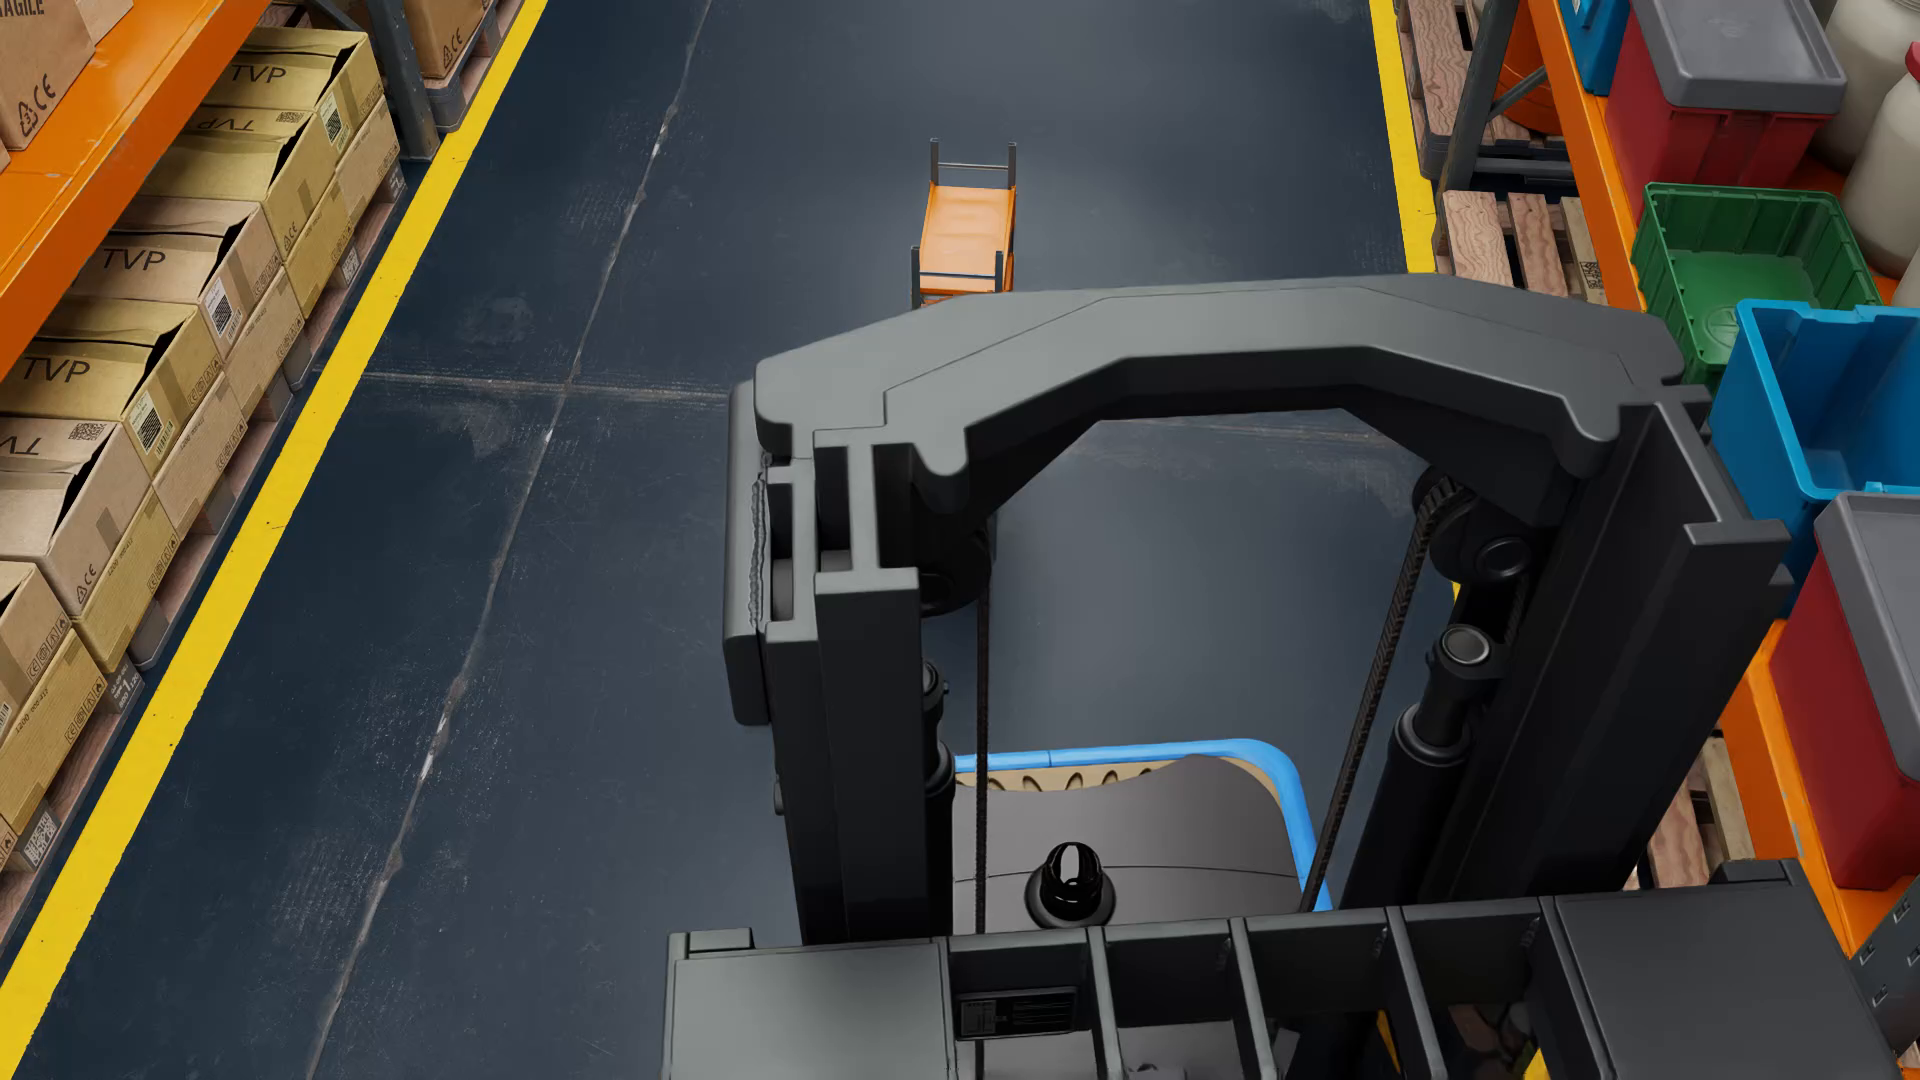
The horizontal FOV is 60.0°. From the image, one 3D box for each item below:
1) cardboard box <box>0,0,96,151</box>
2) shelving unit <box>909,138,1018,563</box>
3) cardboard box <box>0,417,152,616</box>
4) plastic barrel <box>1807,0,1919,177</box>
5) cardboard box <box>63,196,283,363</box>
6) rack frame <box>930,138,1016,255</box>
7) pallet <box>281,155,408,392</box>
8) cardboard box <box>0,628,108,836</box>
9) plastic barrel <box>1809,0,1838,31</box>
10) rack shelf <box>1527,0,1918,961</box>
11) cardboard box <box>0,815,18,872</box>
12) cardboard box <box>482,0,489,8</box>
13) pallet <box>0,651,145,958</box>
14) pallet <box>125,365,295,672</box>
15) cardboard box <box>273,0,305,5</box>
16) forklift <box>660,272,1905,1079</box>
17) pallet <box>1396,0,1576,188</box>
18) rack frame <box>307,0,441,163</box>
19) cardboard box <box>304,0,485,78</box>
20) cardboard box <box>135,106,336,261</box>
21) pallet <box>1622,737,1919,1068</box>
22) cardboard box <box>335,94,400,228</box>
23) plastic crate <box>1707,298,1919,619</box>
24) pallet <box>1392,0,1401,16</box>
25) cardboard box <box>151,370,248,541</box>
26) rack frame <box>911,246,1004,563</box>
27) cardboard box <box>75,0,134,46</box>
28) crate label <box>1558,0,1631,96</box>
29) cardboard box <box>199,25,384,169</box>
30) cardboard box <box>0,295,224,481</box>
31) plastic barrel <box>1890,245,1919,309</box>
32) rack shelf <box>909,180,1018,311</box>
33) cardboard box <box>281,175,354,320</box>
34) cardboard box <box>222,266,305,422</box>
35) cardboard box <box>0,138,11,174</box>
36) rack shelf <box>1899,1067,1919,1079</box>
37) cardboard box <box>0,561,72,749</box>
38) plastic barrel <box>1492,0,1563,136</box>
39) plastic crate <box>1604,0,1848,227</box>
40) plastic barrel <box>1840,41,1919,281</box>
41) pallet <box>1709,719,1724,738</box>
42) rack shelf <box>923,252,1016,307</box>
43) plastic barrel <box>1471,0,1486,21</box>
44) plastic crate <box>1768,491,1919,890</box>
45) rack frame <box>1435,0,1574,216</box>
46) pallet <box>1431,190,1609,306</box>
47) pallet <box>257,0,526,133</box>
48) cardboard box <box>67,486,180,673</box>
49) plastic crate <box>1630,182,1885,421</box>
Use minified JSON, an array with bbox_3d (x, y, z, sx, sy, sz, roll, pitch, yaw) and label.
[{"bbox_3d":[-2.732,-1.394,4.425,0.500,0.500,0.500,2,48,1],"label":"cardboard box"},{"bbox_3d":[0.015,-0.527,4.919,0.258,1.200,0.503,4,48,4],"label":"shelving unit"},{"bbox_3d":[-2.578,-0.093,4.501,0.500,0.311,0.500,2,48,2],"label":"cardboard box"},{"bbox_3d":[2.417,-1.216,4.254,0.421,0.512,0.421,0,48,0],"label":"plastic barrel"},{"bbox_3d":[-2.488,-0.843,5.187,0.500,0.311,0.500,4,48,3],"label":"cardboard box"},{"bbox_3d":[0.037,-0.706,5.083,0.240,1.200,0.015,4,48,4],"label":"rack frame"},{"bbox_3d":[-2.710,-1.051,6.068,1.003,0.211,1.213,4,48,4],"label":"pallet"},{"bbox_3d":[-2.629,0.476,4.361,0.500,0.250,0.500,5,48,5],"label":"cardboard box"},{"bbox_3d":[2.456,-1.526,4.537,0.421,0.512,0.421,0,48,0],"label":"plastic barrel"},{"bbox_3d":[2.154,-0.546,4.204,1.077,0.370,4.000,4,48,4],"label":"rack shelf"},{"bbox_3d":[-2.677,0.851,4.017,0.500,0.250,0.500,3,48,3],"label":"cardboard box"},{"bbox_3d":[-2.228,-2.600,6.991,0.500,0.500,0.500,2,48,2],"label":"cardboard box"},{"bbox_3d":[-2.932,0.742,4.428,1.003,0.211,1.213,4,48,4],"label":"pallet"},{"bbox_3d":[-2.823,-0.157,5.251,1.003,0.211,1.213,4,48,4],"label":"pallet"},{"bbox_3d":[-2.744,-2.602,6.993,0.500,0.500,0.500,6,48,5],"label":"cardboard box"},{"bbox_3d":[0.290,1.253,2.118,1.130,2.935,3.031,-3,48,-3],"label":"forklift"},{"bbox_3d":[2.367,-1.900,6.844,1.003,0.211,1.213,4,48,4],"label":"pallet"},{"bbox_3d":[-2.596,-2.594,5.590,1.000,3.000,0.127,4,48,4],"label":"rack frame"},{"bbox_3d":[-2.270,-2.215,6.639,0.500,0.500,0.500,6,48,5],"label":"cardboard box"},{"bbox_3d":[-2.439,-1.214,5.526,0.500,0.311,0.500,3,48,3],"label":"cardboard box"},{"bbox_3d":[2.005,1.042,4.154,1.003,0.211,1.213,4,48,4],"label":"pallet"},{"bbox_3d":[-2.401,-1.405,6.081,0.500,0.250,0.500,5,48,4],"label":"cardboard box"},{"bbox_3d":[1.763,-0.145,3.361,0.392,0.384,0.575,4,48,4],"label":"plastic crate"},{"bbox_3d":[2.481,-2.794,7.662,1.003,0.211,1.213,4,48,4],"label":"pallet"},{"bbox_3d":[-2.537,-0.279,5.051,0.500,0.250,0.500,5,48,4],"label":"cardboard box"},{"bbox_3d":[-0.007,-0.347,4.755,0.240,1.200,0.015,4,48,4],"label":"rack frame"},{"bbox_3d":[-2.656,-1.569,4.822,0.380,0.149,0.250,7,48,6],"label":"cardboard box"},{"bbox_3d":[1.977,-1.559,4.619,0.502,0.435,0.616,4,48,4],"label":"crate label"},{"bbox_3d":[-2.398,-1.596,5.876,0.500,0.311,0.500,5,48,5],"label":"cardboard box"},{"bbox_3d":[-2.536,-0.475,4.850,0.500,0.311,0.500,5,48,5],"label":"cardboard box"},{"bbox_3d":[2.345,-0.593,3.667,0.433,0.535,0.433,0,48,0],"label":"plastic barrel"},{"bbox_3d":[0.015,-0.792,4.629,0.258,0.148,0.480,4,48,4],"label":"rack shelf"},{"bbox_3d":[-2.444,-1.026,5.735,0.500,0.250,0.500,3,48,3],"label":"cardboard box"},{"bbox_3d":[-2.493,-0.657,5.397,0.500,0.250,0.500,5,48,4],"label":"cardboard box"},{"bbox_3d":[-2.780,-1.007,4.071,0.500,0.500,0.500,4,48,4],"label":"cardboard box"},{"bbox_3d":[1.790,2.393,1.516,1.077,0.370,4.000,4,48,4],"label":"rack shelf"},{"bbox_3d":[-2.624,0.287,4.153,0.500,0.311,0.500,3,48,3],"label":"cardboard box"},{"bbox_3d":[2.364,-2.029,6.259,0.600,0.830,0.708,4,48,4],"label":"plastic barrel"},{"bbox_3d":[1.885,-1.113,4.192,0.402,0.464,0.583,4,48,4],"label":"plastic crate"},{"bbox_3d":[2.384,-0.910,3.958,0.433,0.535,0.433,0,48,0],"label":"plastic barrel"},{"bbox_3d":[2.114,0.143,4.976,1.003,0.211,1.213,4,48,4],"label":"pallet"},{"bbox_3d":[0.015,-0.632,4.803,0.258,0.148,0.480,4,48,4],"label":"rack shelf"},{"bbox_3d":[2.327,-2.342,6.761,0.421,0.512,0.421,0,48,0],"label":"plastic barrel"},{"bbox_3d":[1.712,0.283,2.915,0.402,0.464,0.583,4,48,4],"label":"plastic crate"},{"bbox_3d":[2.337,-2.259,5.283,1.000,3.000,0.127,4,48,4],"label":"rack frame"},{"bbox_3d":[2.227,-0.751,5.794,1.003,0.211,1.213,4,48,4],"label":"pallet"},{"bbox_3d":[-2.490,-2.199,7.119,1.003,0.211,1.213,4,48,4],"label":"pallet"},{"bbox_3d":[-2.584,0.095,4.709,0.500,0.250,0.500,3,48,2],"label":"cardboard box"},{"bbox_3d":[1.850,-0.546,3.861,0.450,0.188,0.662,4,48,4],"label":"plastic crate"}]
